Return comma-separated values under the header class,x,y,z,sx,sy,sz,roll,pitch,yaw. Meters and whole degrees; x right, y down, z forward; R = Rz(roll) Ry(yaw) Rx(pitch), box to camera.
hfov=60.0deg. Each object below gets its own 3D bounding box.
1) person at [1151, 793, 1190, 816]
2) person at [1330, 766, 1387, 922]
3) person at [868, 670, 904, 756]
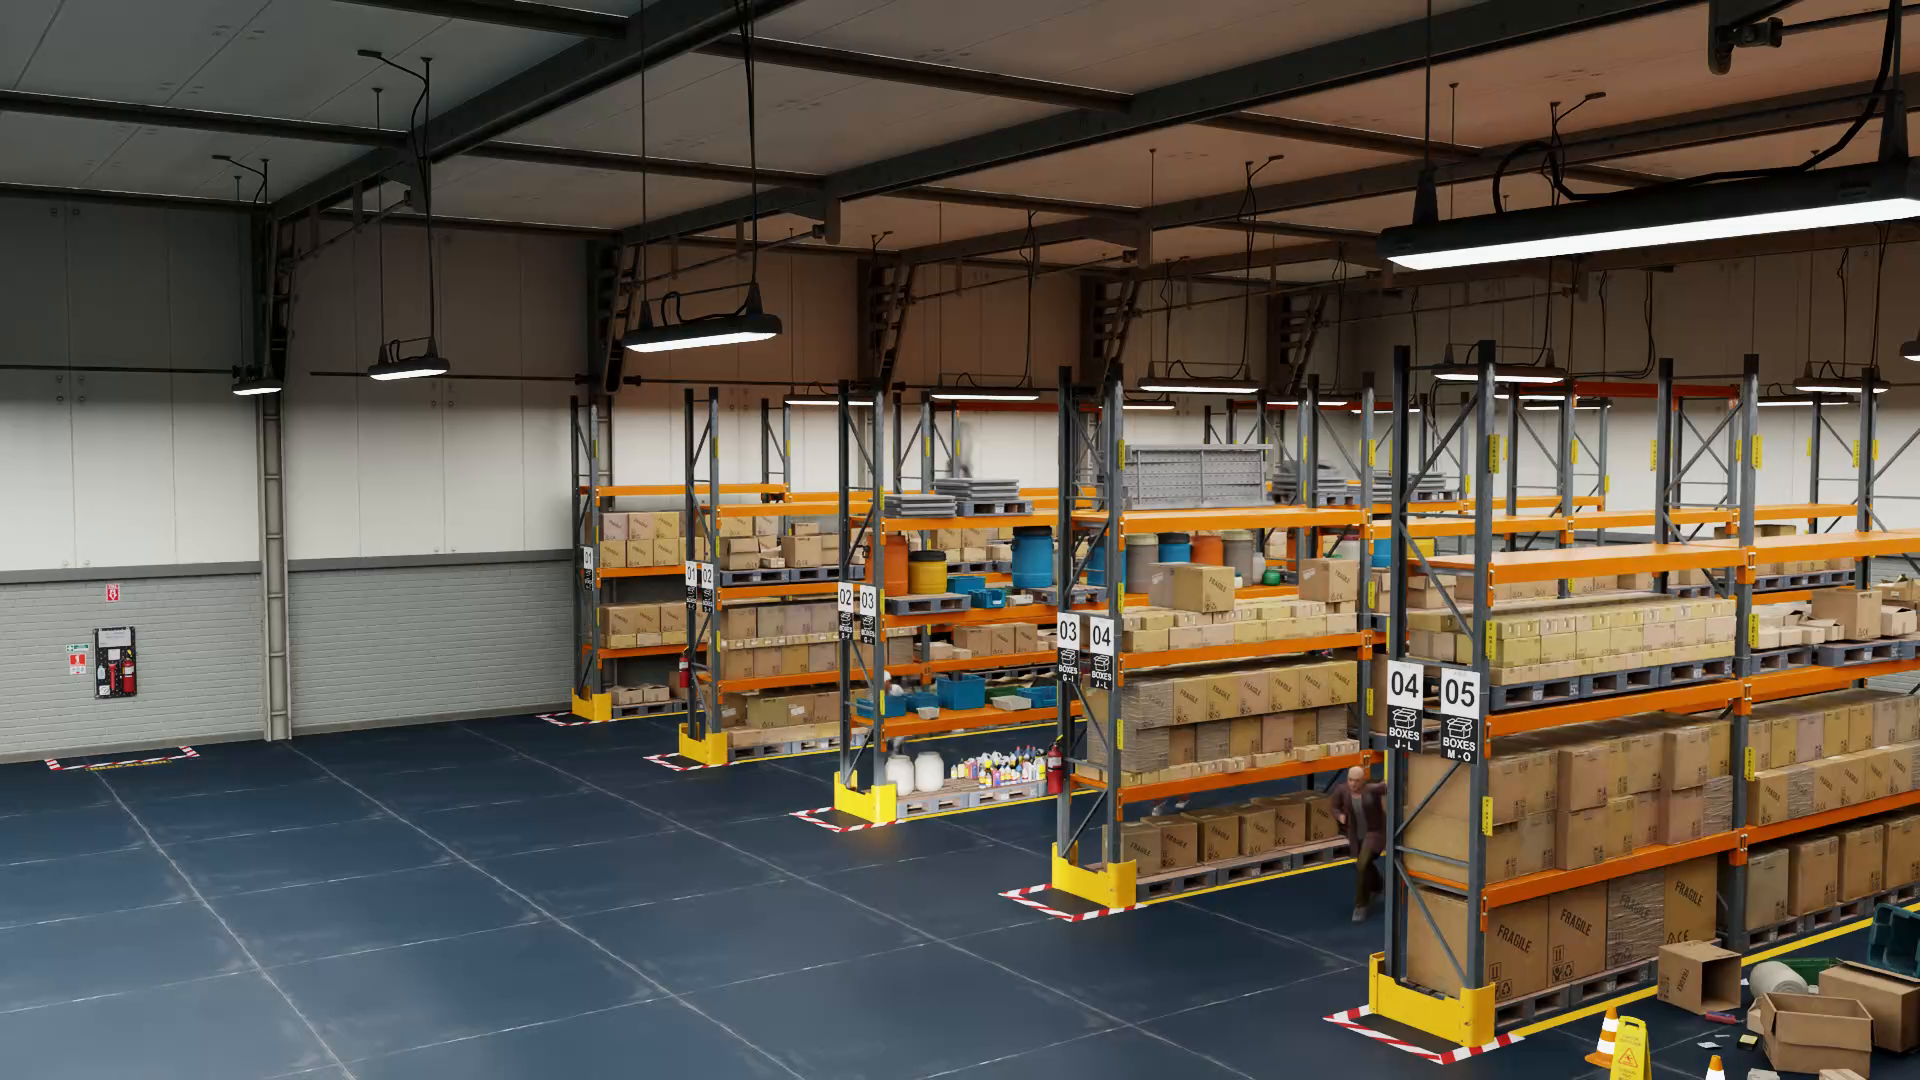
class,x,y,z,sx,sy,sz,roll,pitch,yaw
person,2.905,2.973,22.860,0.572,1.657,0.903,3,4,38
person,4.445,3.267,18.088,0.751,1.735,1.072,2,4,34
person,-1.141,2.799,26.025,0.685,1.599,0.867,1,4,19
